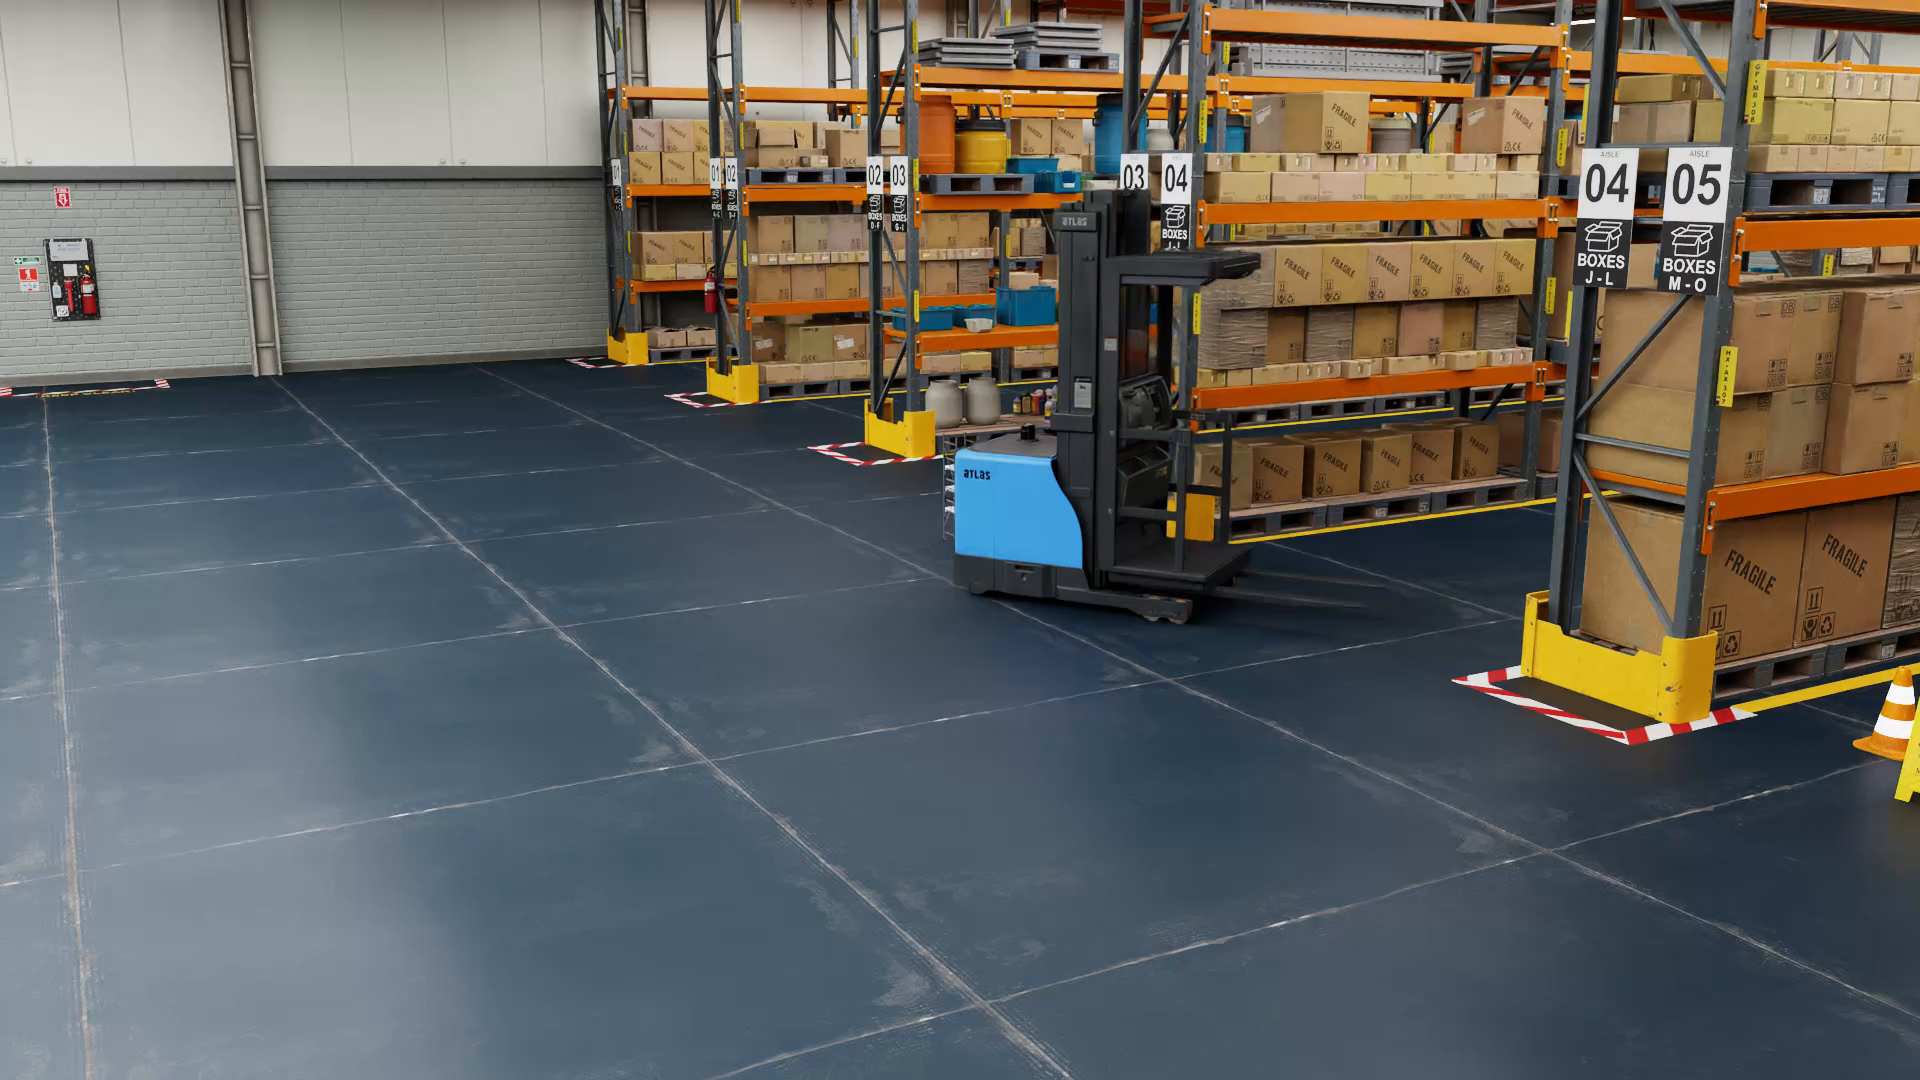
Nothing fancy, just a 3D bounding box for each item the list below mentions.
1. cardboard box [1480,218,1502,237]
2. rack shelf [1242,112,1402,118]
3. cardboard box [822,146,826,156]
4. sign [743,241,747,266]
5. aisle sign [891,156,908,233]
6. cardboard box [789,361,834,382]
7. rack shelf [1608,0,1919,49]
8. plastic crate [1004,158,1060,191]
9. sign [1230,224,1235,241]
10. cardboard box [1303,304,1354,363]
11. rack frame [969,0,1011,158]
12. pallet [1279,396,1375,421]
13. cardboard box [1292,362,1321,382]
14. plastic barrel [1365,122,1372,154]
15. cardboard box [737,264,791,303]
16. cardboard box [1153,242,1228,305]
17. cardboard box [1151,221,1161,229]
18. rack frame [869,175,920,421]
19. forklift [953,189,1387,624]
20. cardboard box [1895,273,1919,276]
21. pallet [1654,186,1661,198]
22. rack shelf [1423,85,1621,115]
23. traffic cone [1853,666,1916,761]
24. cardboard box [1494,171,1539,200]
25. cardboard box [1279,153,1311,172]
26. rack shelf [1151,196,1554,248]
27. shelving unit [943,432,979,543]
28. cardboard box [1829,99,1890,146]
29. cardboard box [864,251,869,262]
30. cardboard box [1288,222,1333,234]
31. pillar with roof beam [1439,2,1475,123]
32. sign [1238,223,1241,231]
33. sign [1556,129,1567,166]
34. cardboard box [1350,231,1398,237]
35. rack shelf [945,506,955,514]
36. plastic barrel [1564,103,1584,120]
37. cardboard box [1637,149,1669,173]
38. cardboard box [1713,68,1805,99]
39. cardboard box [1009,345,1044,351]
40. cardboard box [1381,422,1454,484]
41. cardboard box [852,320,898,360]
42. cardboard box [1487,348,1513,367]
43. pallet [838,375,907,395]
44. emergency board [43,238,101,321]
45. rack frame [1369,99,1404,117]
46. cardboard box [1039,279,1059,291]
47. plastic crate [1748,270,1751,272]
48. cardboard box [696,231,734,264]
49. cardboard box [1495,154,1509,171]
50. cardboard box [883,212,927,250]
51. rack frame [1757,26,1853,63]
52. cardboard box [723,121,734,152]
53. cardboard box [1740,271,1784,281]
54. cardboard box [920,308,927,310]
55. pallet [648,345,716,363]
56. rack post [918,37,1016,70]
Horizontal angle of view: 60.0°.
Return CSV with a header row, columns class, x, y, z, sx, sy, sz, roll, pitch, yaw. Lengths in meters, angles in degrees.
class,x,y,z,sx,sy,sz,roll,pitch,yaw
cardboard box,8.893,-5.322,28.419,0.500,0.500,0.500,-7,15,-30
rack shelf,6.819,-8.227,32.719,4.000,0.370,1.077,-7,14,-28
cardboard box,-1.720,-5.343,23.113,0.500,0.311,0.500,-5,14,-21
sign,-2.831,-3.772,21.888,0.005,0.325,0.100,-7,14,-28
aisle sign,-0.645,-3.668,17.656,0.004,0.787,0.394,-7,14,-28
cardboard box,-2.078,-2.349,23.023,0.500,0.250,0.500,-7,14,-28
rack shelf,5.694,-3.134,10.090,4.000,0.370,1.077,-7,14,-28
plastic crate,0.807,-4.178,19.048,0.575,0.384,0.392,-7,14,-28
sign,4.199,-4.719,25.609,0.005,0.325,0.100,-7,14,-28
cardboard box,2.988,-1.876,14.708,0.500,0.500,0.875,-7,14,-28
rack frame,0.419,-6.767,23.681,0.127,3.000,1.000,-7,14,-28
pallet,4.532,-1.744,21.377,1.213,0.211,1.003,-7,14,-28
cardboard box,2.903,-1.472,14.392,0.250,0.149,0.380,-7,14,-28
plastic barrel,4.901,-4.865,21.086,0.708,0.830,0.600,-7,14,-28
cardboard box,-2.676,-3.515,22.666,0.500,0.500,0.700,-7,14,-28
cardboard box,2.015,-2.297,14.300,0.500,0.500,0.500,-7,14,-28
cardboard box,3.428,-5.947,31.046,0.500,0.250,0.500,-7,15,-29
rack frame,-0.722,-2.464,18.226,0.127,3.000,1.000,-7,14,-28
forklift,1.500,-0.980,11.788,3.031,2.935,1.130,6,14,26
cardboard box,6.683,-1.451,10.926,0.550,0.550,0.875,-7,14,-28
pallet,6.664,-3.456,16.231,1.003,0.211,1.213,-7,14,-28
rack shelf,8.055,-5.897,22.365,4.000,0.370,1.077,-7,14,-28
traffic cone,5.086,0.912,9.001,0.334,0.463,0.336,-7,14,-28
cardboard box,4.887,-3.222,15.105,0.500,0.250,0.500,-6,14,-26
cardboard box,2.713,-3.153,13.887,0.250,0.149,0.380,-6,14,-26
rack shelf,3.407,-2.832,14.670,4.000,0.370,1.077,-7,14,-28
shelving unit,0.007,-0.440,14.014,0.210,0.900,0.258,-7,14,-28
cardboard box,4.931,-2.387,9.532,0.500,0.250,0.500,-7,14,-29
cardboard box,-1.295,-3.946,23.104,0.250,0.149,0.380,-7,14,-27
cardboard box,6.825,-5.990,33.211,0.700,0.700,0.980,-8,15,-31
pillar with roof beam,12.593,-8.604,31.847,0.548,9.000,9.100,-7,14,-28
sign,5.332,-6.058,31.741,0.005,0.325,0.100,-7,14,-28
sign,5.429,-3.542,15.008,0.005,0.325,0.100,-7,14,-28
cardboard box,6.918,-4.928,27.992,0.700,0.500,0.500,11,17,41
rack shelf,0.007,-0.232,14.061,0.200,0.077,0.258,-7,14,-28
plastic barrel,8.386,-5.430,22.477,0.708,0.901,0.600,-7,14,-28
cardboard box,4.068,-2.238,9.777,0.250,0.149,0.380,-7,14,-28
cardboard box,4.384,-2.500,9.128,0.250,0.149,0.380,-7,14,-27
cardboard box,0.901,-2.972,24.514,0.500,0.311,0.500,-7,14,-28
cardboard box,4.293,-0.820,15.656,0.500,0.500,0.500,-2,13,-10
cardboard box,-1.197,-2.819,23.402,0.500,0.500,0.500,-7,14,-28
cardboard box,4.890,-1.704,15.422,0.250,0.149,0.380,-7,14,-28
pallet,-1.371,-2.275,23.736,1.213,0.211,1.003,-7,14,-28
emergency board,-12.723,-3.730,23.851,0.643,1.169,0.194,-7,14,-28
rack frame,8.575,-8.983,33.531,0.127,3.000,1.000,-7,14,-28
cardboard box,1.294,-3.771,24.606,0.250,0.149,0.380,-7,14,-28
plastic crate,11.239,-3.823,24.398,0.530,0.282,0.437,-7,14,-28
cardboard box,-4.011,-4.771,27.066,0.500,0.500,0.500,-7,15,-30
cardboard box,4.737,-3.415,15.052,0.250,0.149,0.380,-7,14,-27
cardboard box,-0.850,-4.368,23.503,0.500,0.500,0.700,-7,14,-28
rack frame,8.673,-5.278,17.066,0.127,3.000,1.000,-7,14,-28
cardboard box,-3.854,-6.637,27.388,0.500,0.500,0.500,-7,14,-28
cardboard box,8.218,-2.540,17.381,0.500,0.500,0.500,-9,16,-35
cardboard box,-0.890,-3.934,29.449,0.500,0.500,0.700,-7,15,-29
pallet,-4.672,-3.100,27.401,1.213,0.211,1.003,-7,14,-28
rack post,0.002,-5.202,17.867,0.954,0.300,0.937,-5,14,-22
